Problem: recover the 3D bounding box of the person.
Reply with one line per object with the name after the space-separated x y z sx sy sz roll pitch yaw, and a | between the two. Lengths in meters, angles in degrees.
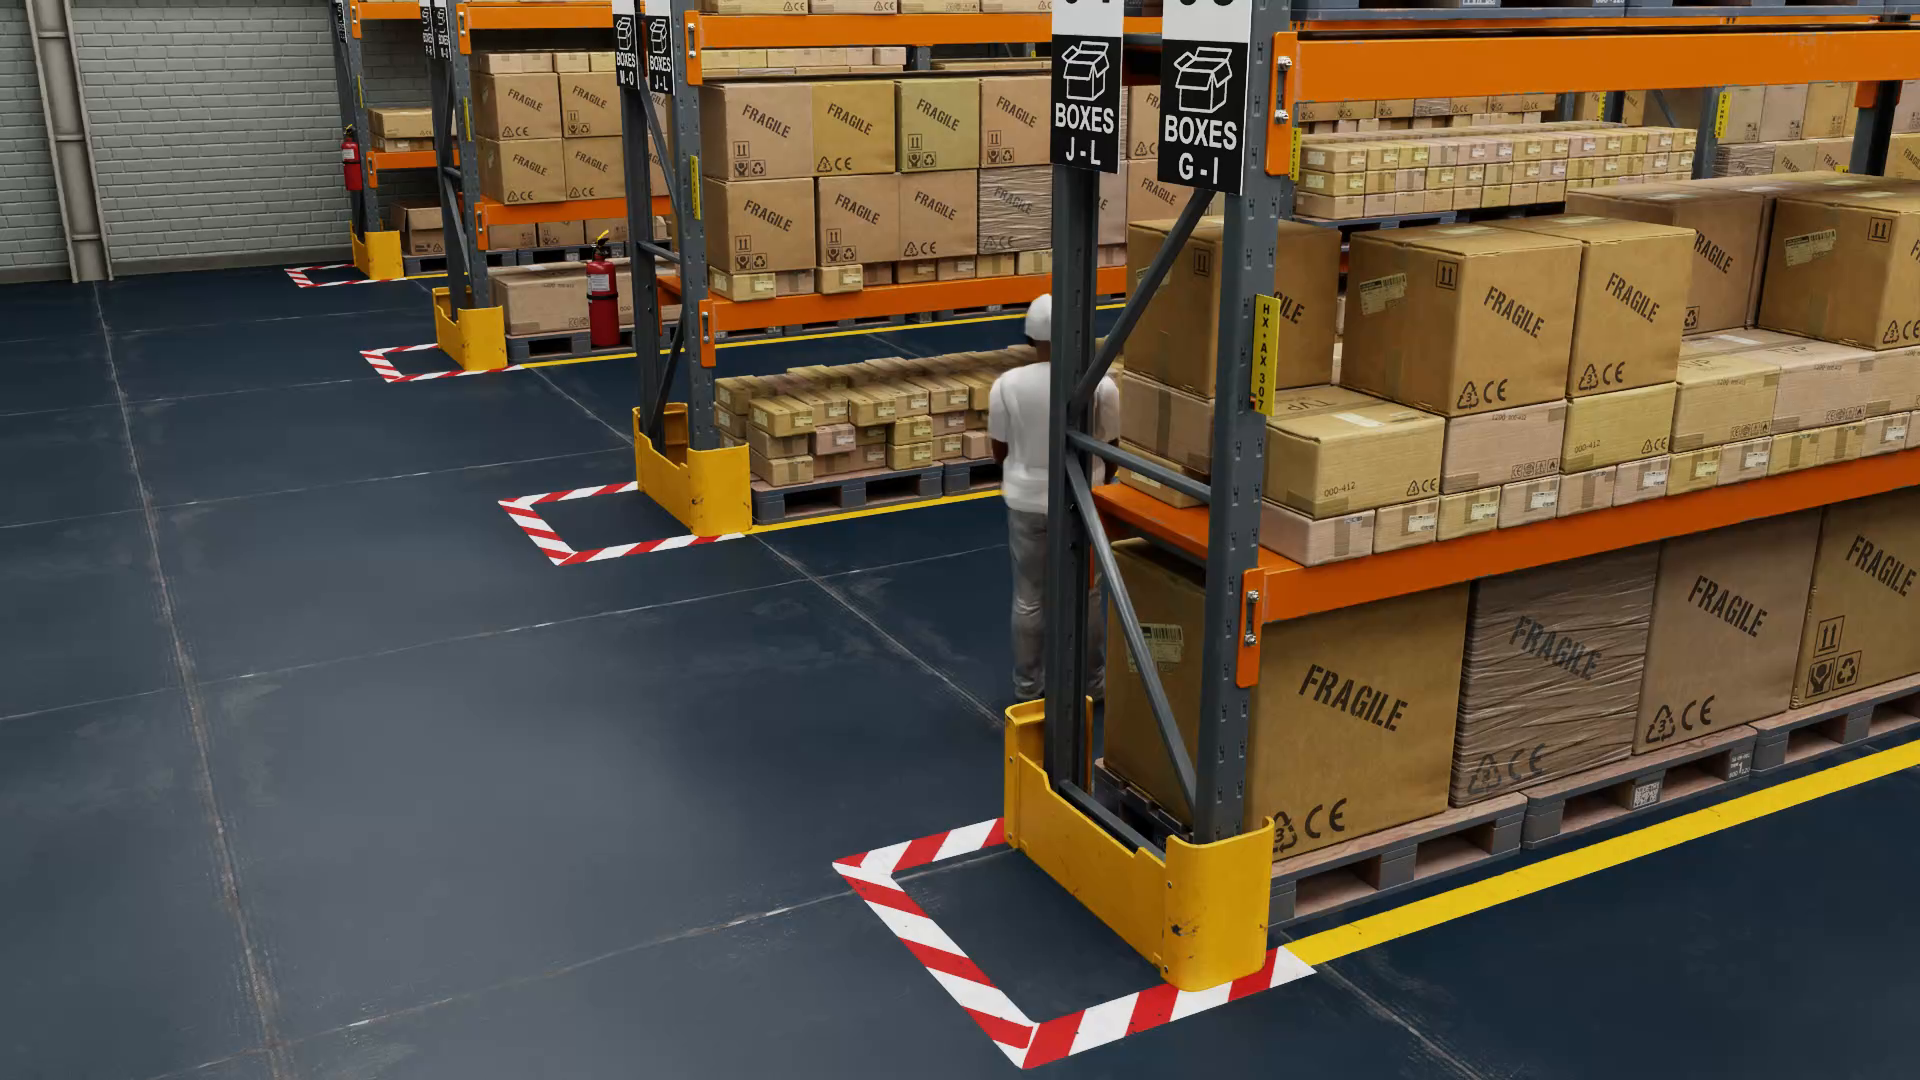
0.420 -0.163 6.968 0.605 1.775 0.487 2 18 6 | person
